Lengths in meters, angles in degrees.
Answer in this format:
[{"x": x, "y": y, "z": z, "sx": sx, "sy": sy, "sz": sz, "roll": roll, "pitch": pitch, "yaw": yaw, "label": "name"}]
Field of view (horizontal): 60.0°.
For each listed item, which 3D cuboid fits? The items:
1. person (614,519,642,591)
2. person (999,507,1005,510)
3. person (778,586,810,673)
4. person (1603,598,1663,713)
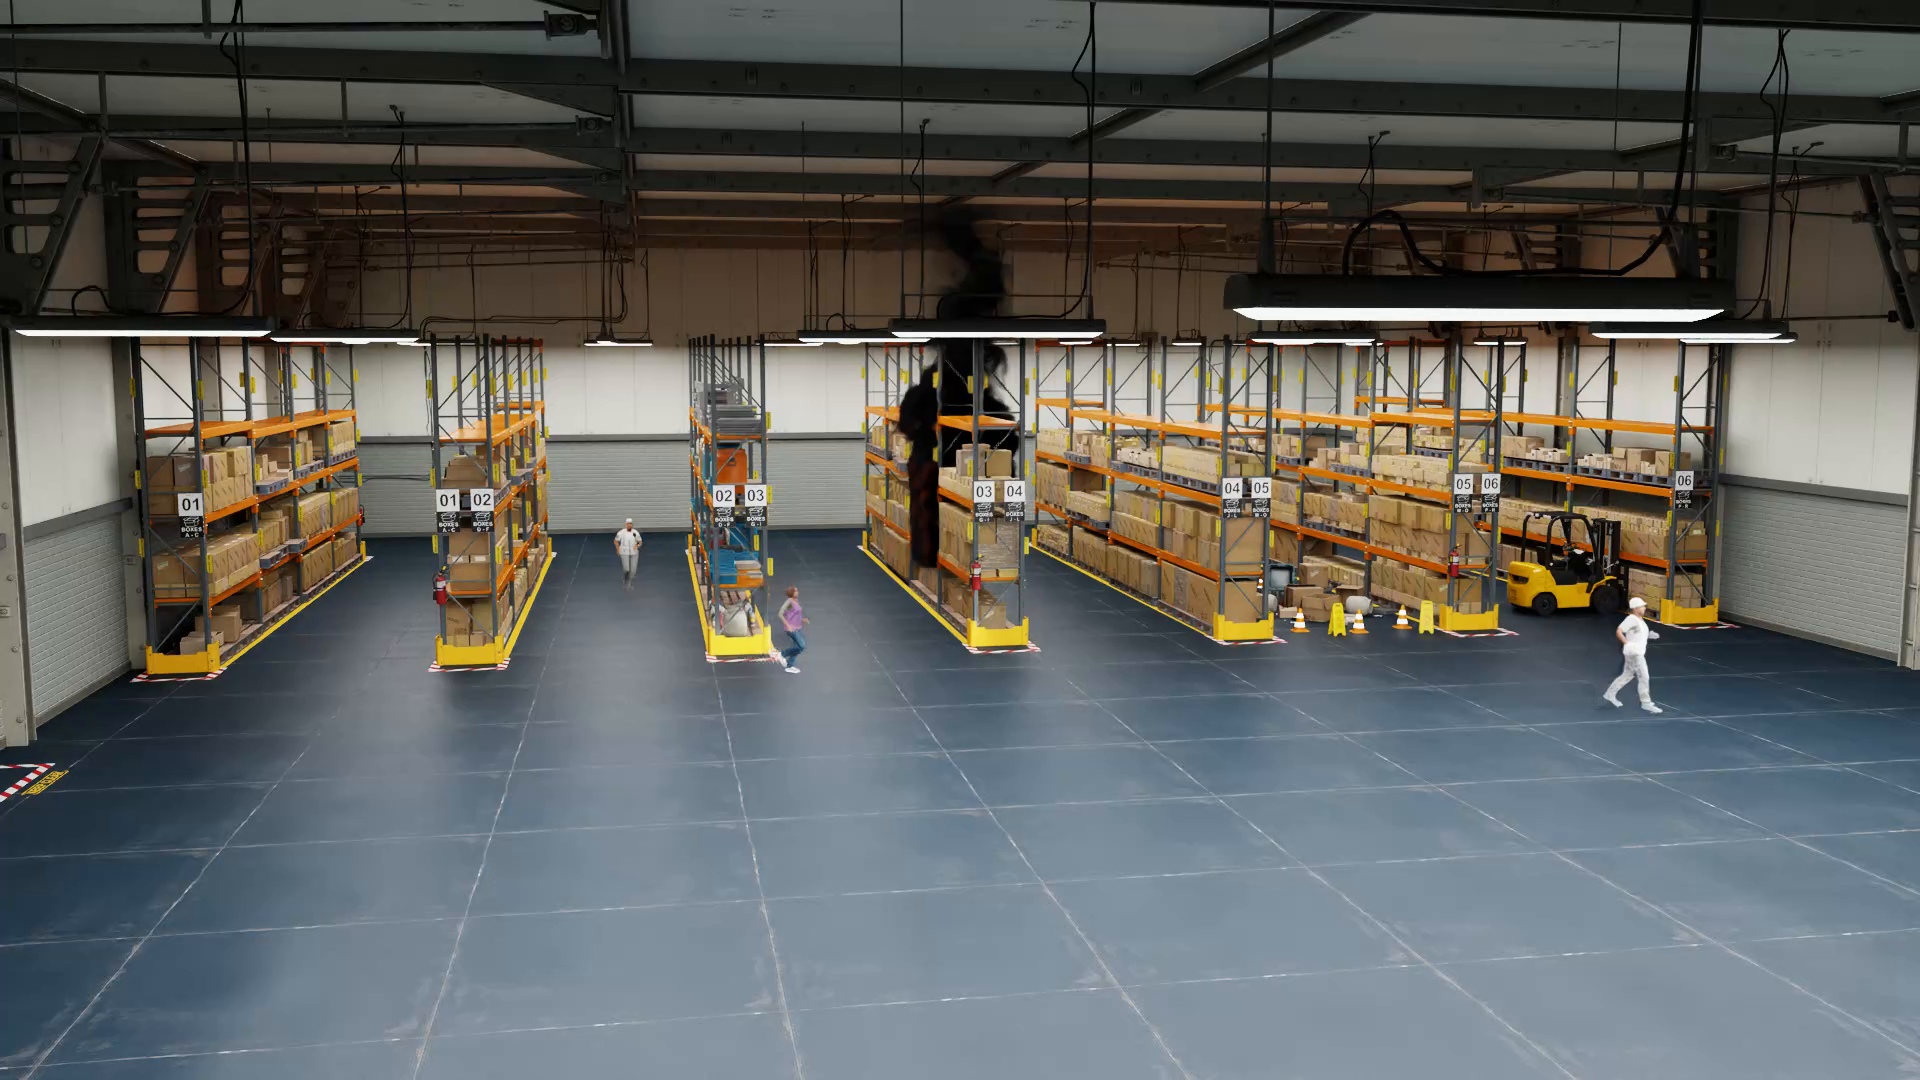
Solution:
[{"x": -7.437, "y": 0.342, "z": 37.408, "sx": 0.606, "sy": 1.643, "sz": 0.556, "roll": -2, "pitch": 7, "yaw": -18, "label": "person"}, {"x": 0.966, "y": -0.665, "z": 48.517, "sx": 0.813, "sy": 1.755, "sz": 0.722, "roll": 4, "pitch": 8, "yaw": 31, "label": "person"}, {"x": -2.941, "y": 1.584, "z": 29.467, "sx": 0.545, "sy": 1.556, "sz": 0.542, "roll": 2, "pitch": 7, "yaw": 16, "label": "person"}, {"x": 10.675, "y": 1.797, "z": 26.293, "sx": 0.891, "sy": 1.789, "sz": 0.687, "roll": 3, "pitch": 7, "yaw": 24, "label": "person"}]
